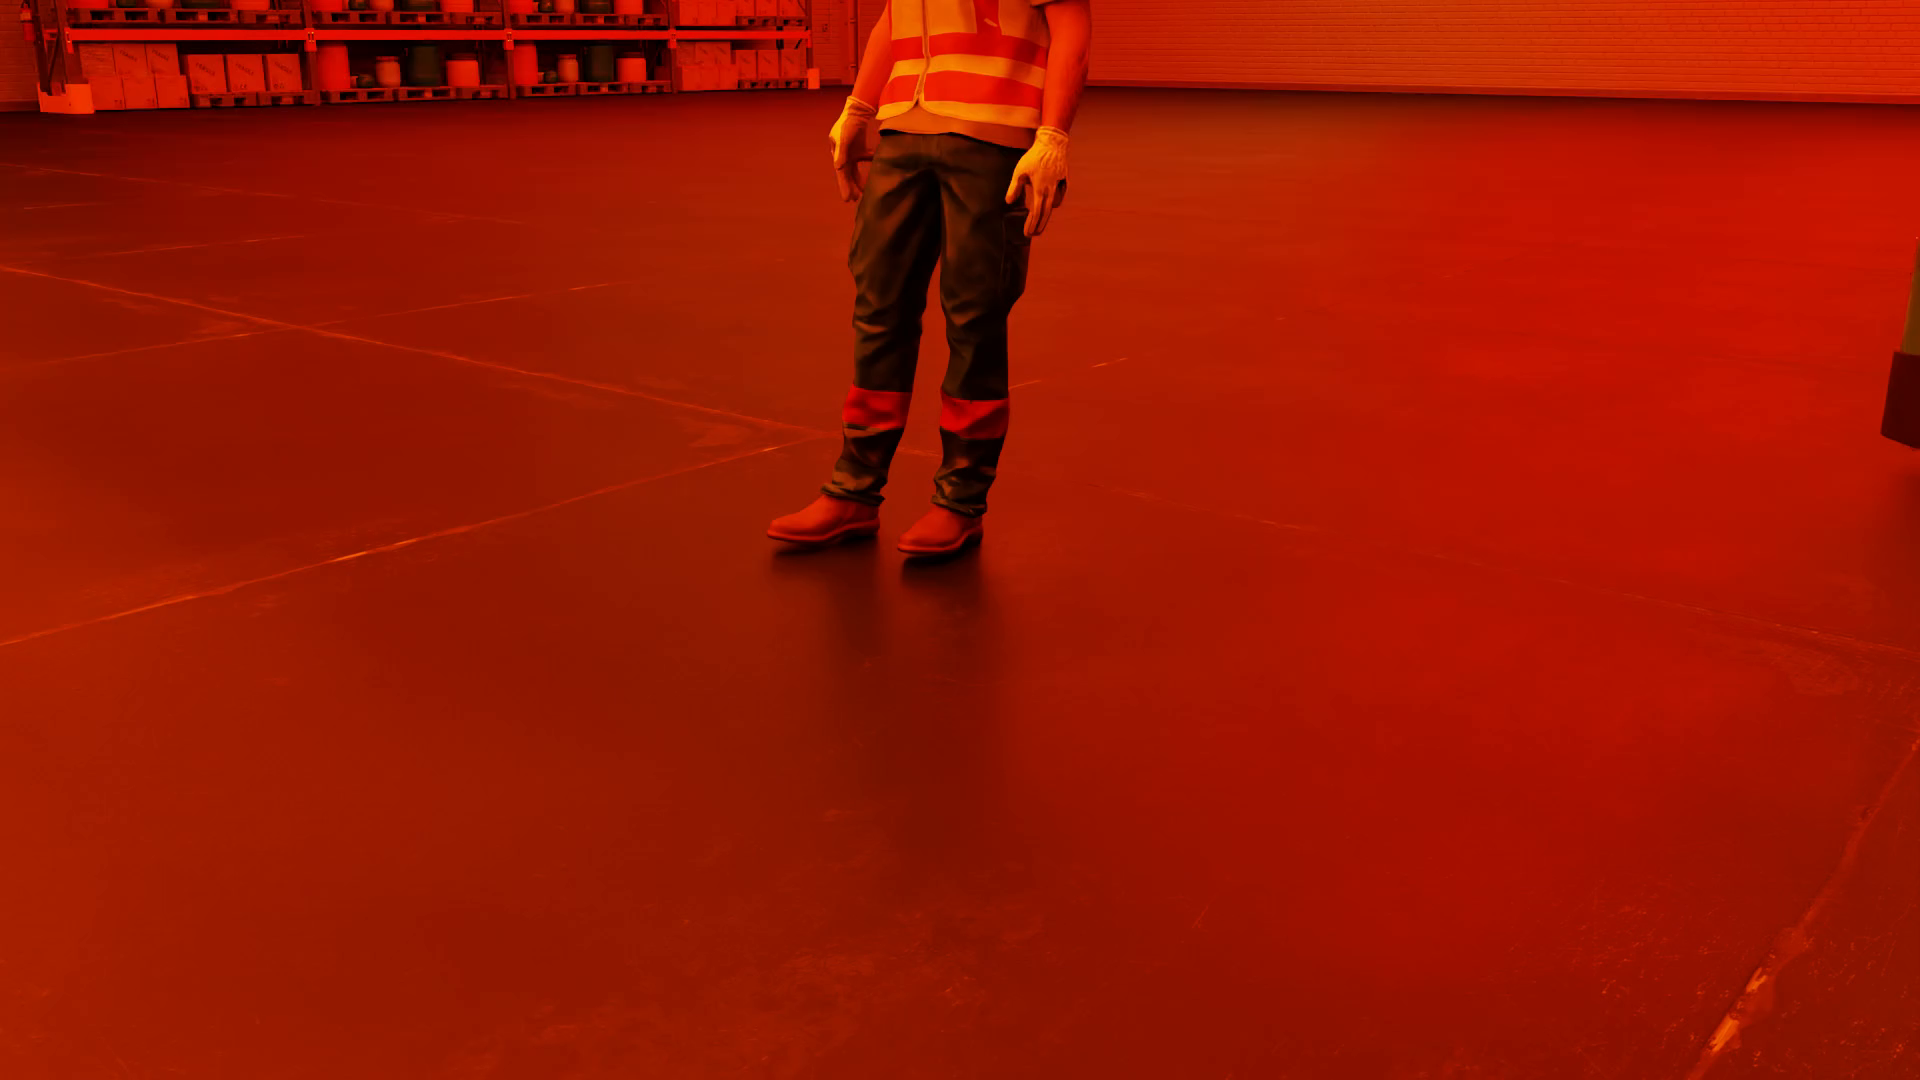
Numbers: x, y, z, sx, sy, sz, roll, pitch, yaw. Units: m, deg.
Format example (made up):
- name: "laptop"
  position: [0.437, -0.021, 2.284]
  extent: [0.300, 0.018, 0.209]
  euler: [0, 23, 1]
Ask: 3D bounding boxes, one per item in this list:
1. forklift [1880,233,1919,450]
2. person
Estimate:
- name: "forklift"
  position: [4.128, -1.540, 3.968]
  extent: [3.031, 2.935, 1.130]
  euler: [-2, 17, -6]
- name: "person"
  position: [-0.061, -0.847, 3.628]
  extent: [0.637, 1.790, 0.562]
  euler: [13, 21, 37]
